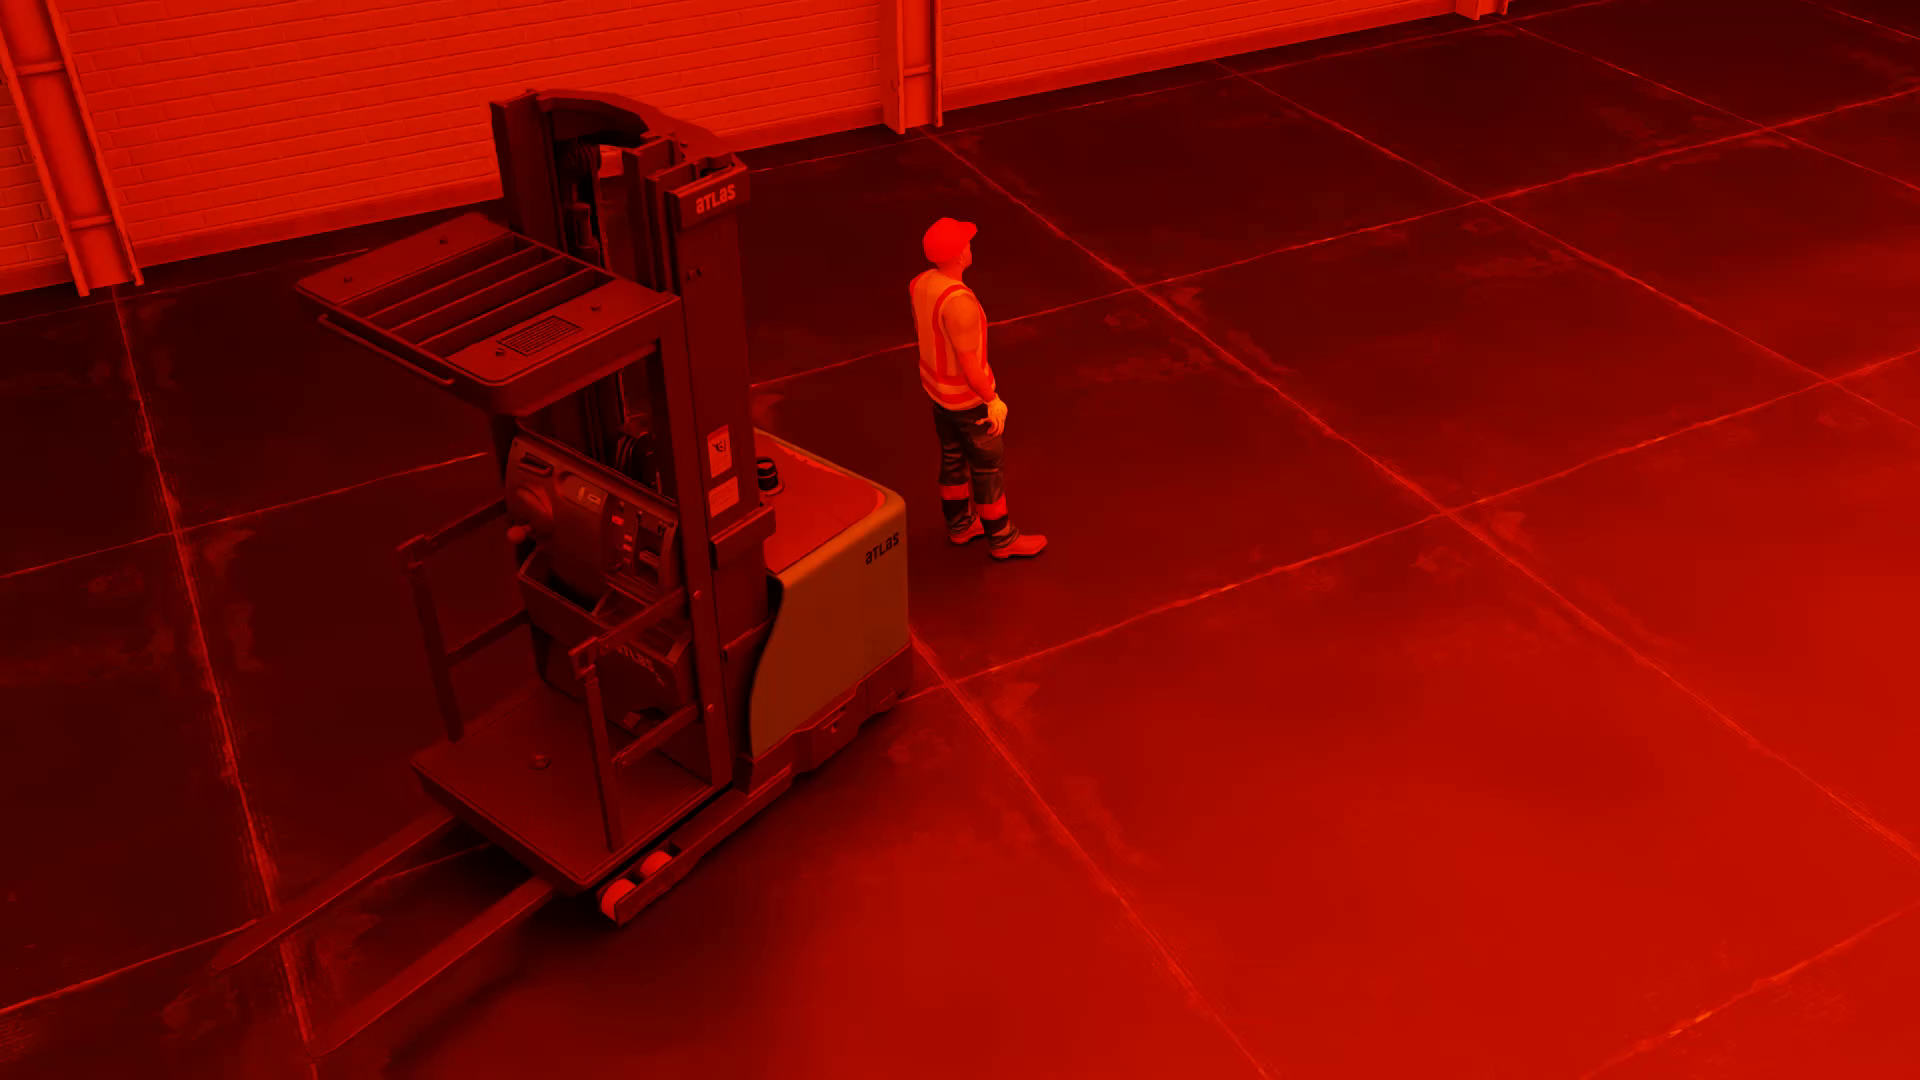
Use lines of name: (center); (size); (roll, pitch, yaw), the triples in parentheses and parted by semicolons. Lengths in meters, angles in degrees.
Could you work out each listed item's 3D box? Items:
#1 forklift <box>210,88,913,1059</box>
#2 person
forklift: (-1.533, -0.022, 6.154); (1.130, 2.935, 3.031); (25, 42, 31)
person: (0.077, -0.752, 8.164); (0.562, 1.790, 0.637); (-17, 39, -23)
